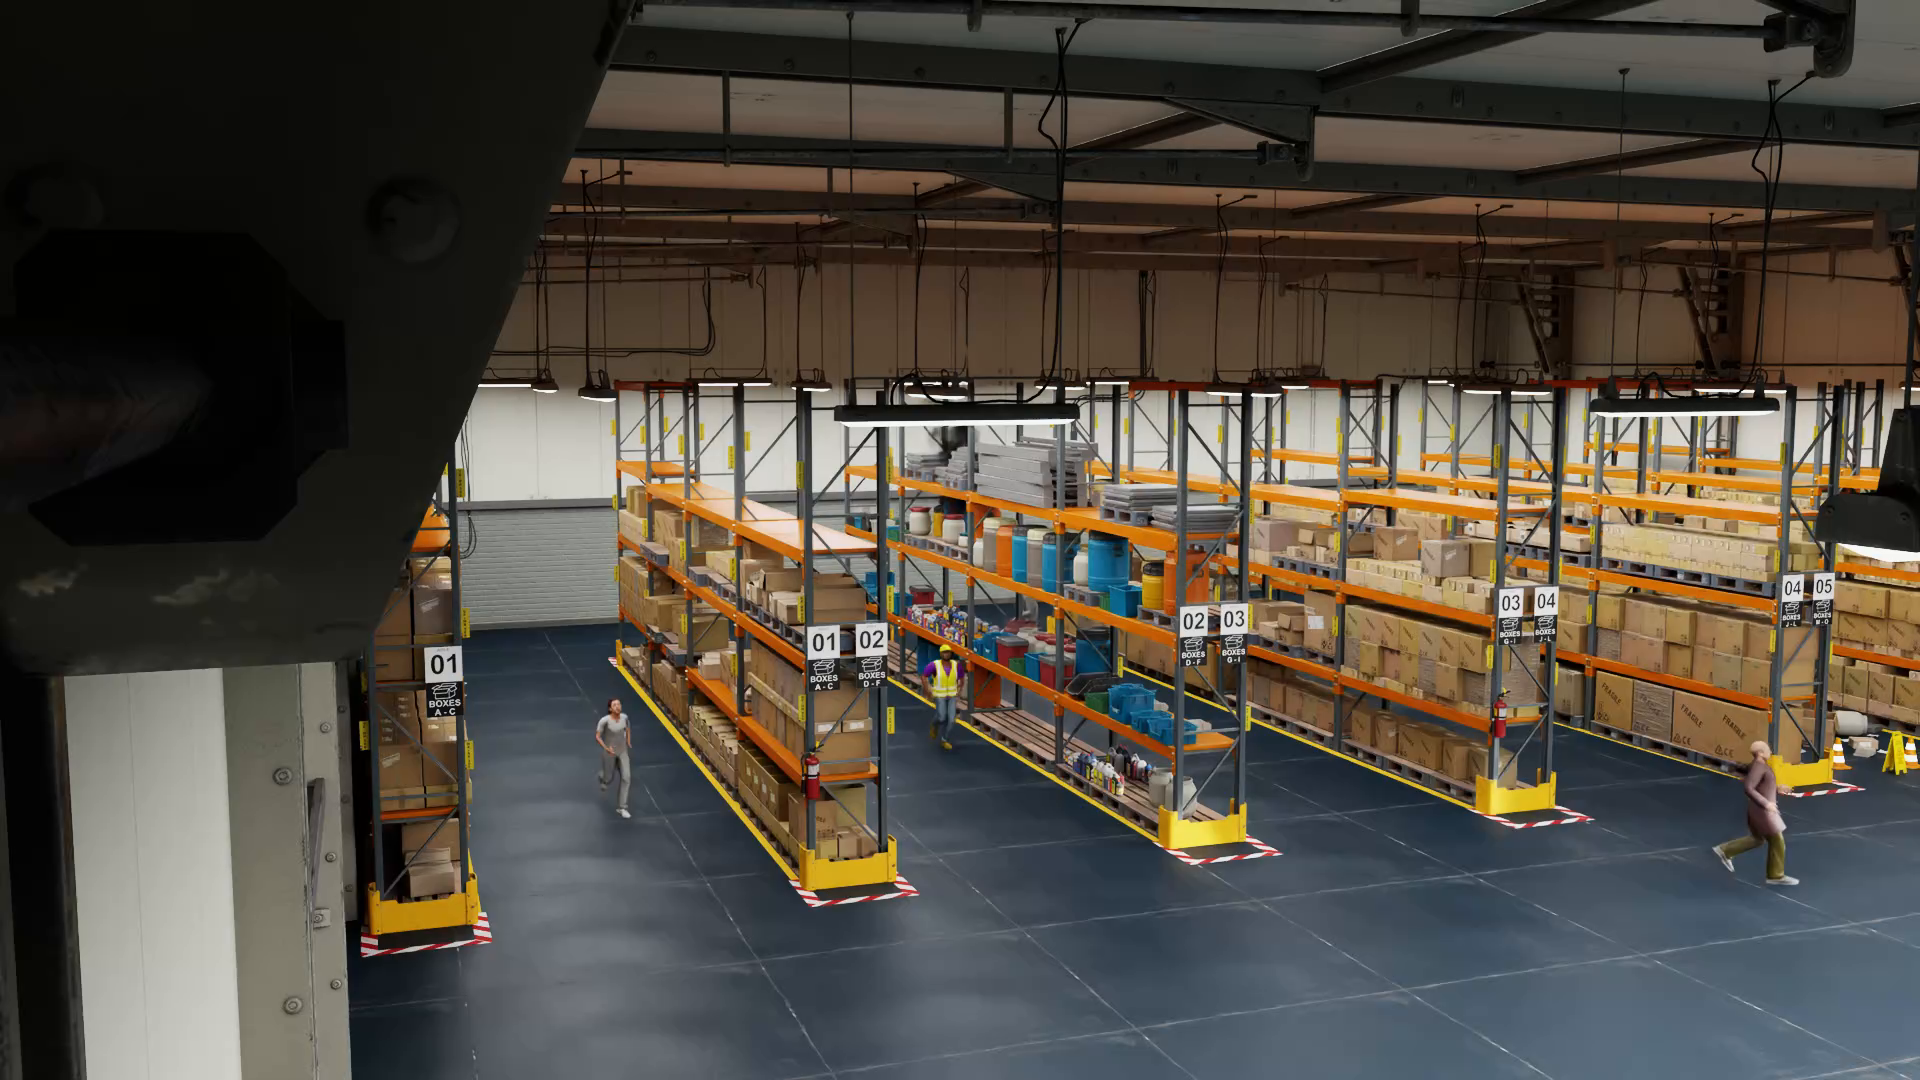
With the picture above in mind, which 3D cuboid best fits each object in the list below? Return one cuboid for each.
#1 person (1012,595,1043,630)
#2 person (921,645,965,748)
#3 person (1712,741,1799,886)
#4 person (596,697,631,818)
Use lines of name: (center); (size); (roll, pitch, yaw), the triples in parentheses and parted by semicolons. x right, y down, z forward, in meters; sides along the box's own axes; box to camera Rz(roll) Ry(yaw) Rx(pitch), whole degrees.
person: (1.602, 1.324, 39.568); (0.789, 1.691, 0.584); (-2, 6, -15)
person: (-0.239, 2.581, 27.419); (0.730, 1.726, 0.542); (-2, 6, -17)
person: (9.732, 3.316, 20.267); (0.964, 1.751, 0.720); (2, 6, 17)
person: (-4.906, 3.046, 23.622); (0.547, 1.652, 0.996); (-3, 7, -27)
